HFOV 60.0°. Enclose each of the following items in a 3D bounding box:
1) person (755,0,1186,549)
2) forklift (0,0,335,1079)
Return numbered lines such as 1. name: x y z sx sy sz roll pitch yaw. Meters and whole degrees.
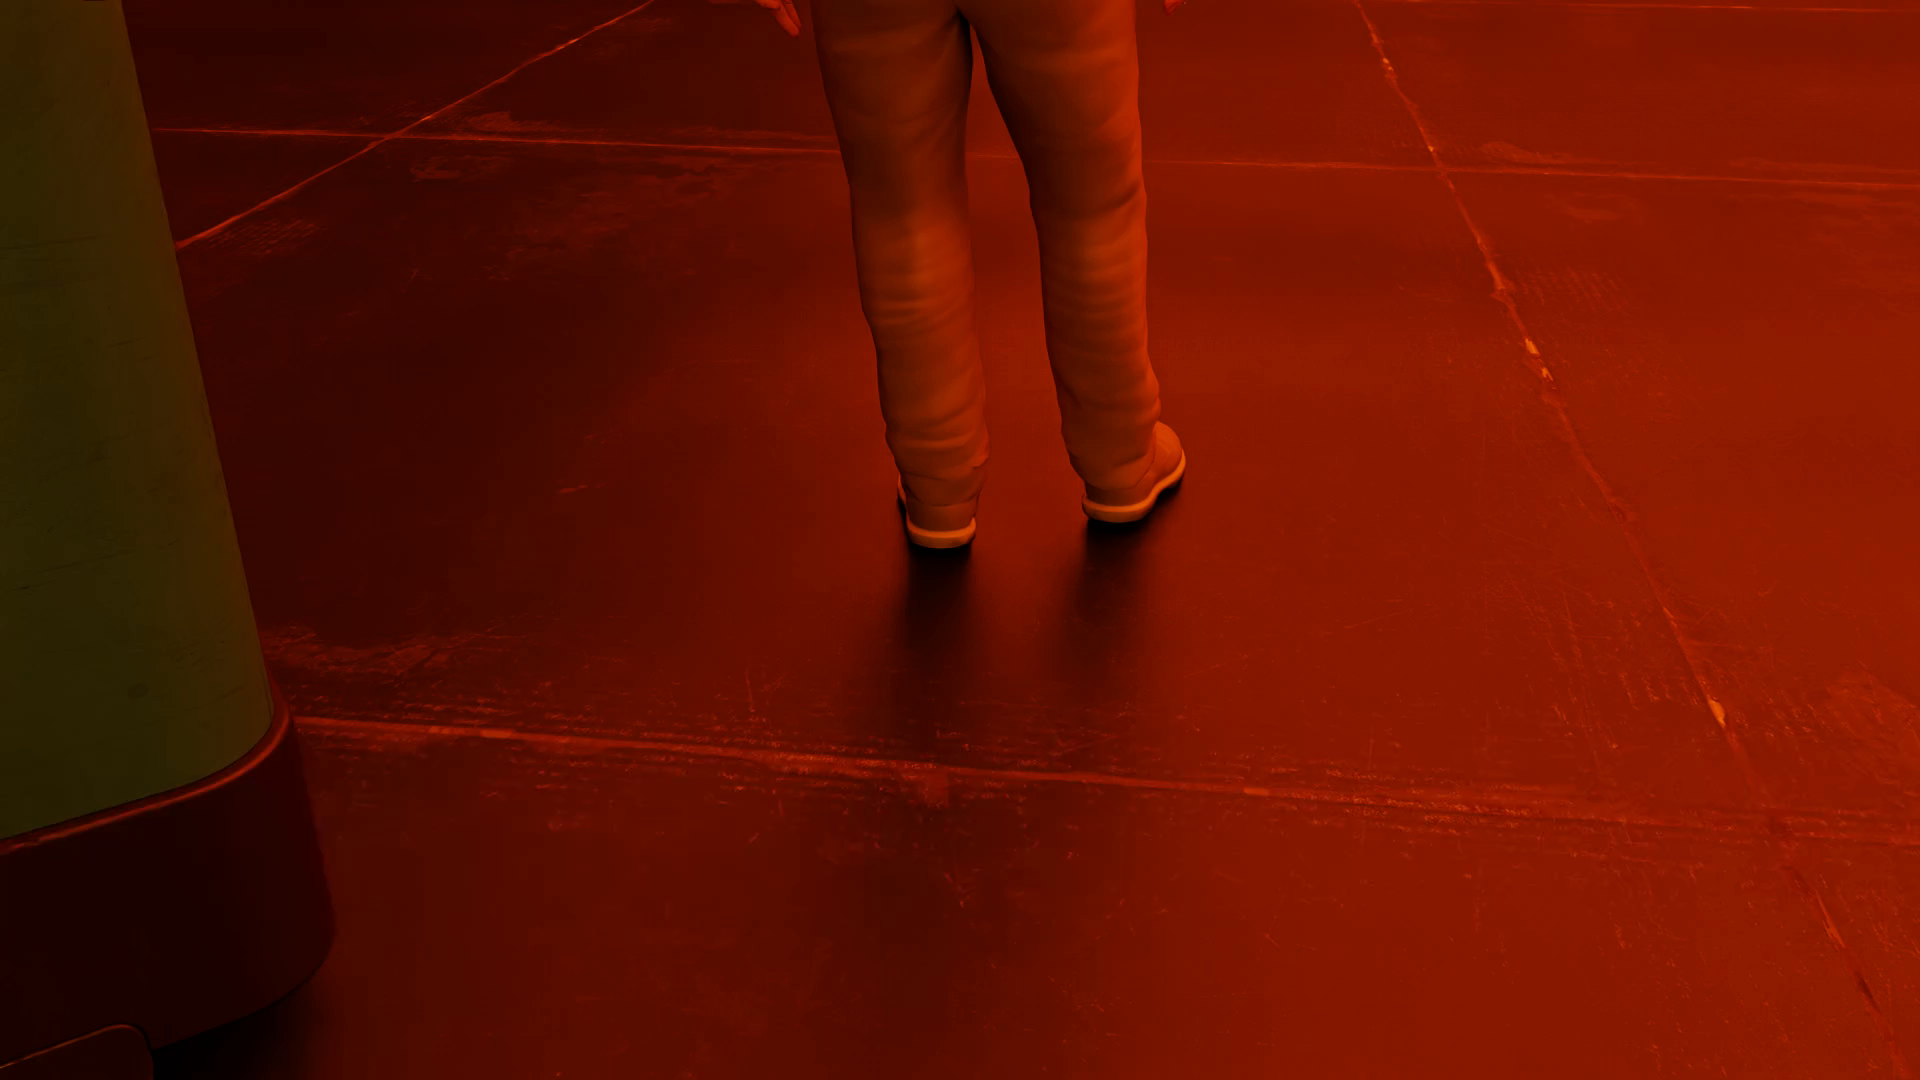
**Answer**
1. person: 0.023 -0.820 2.189 0.642 1.729 0.550 3 27 7
2. forklift: -2.109 -0.675 0.569 3.031 2.935 1.130 -16 31 -29
